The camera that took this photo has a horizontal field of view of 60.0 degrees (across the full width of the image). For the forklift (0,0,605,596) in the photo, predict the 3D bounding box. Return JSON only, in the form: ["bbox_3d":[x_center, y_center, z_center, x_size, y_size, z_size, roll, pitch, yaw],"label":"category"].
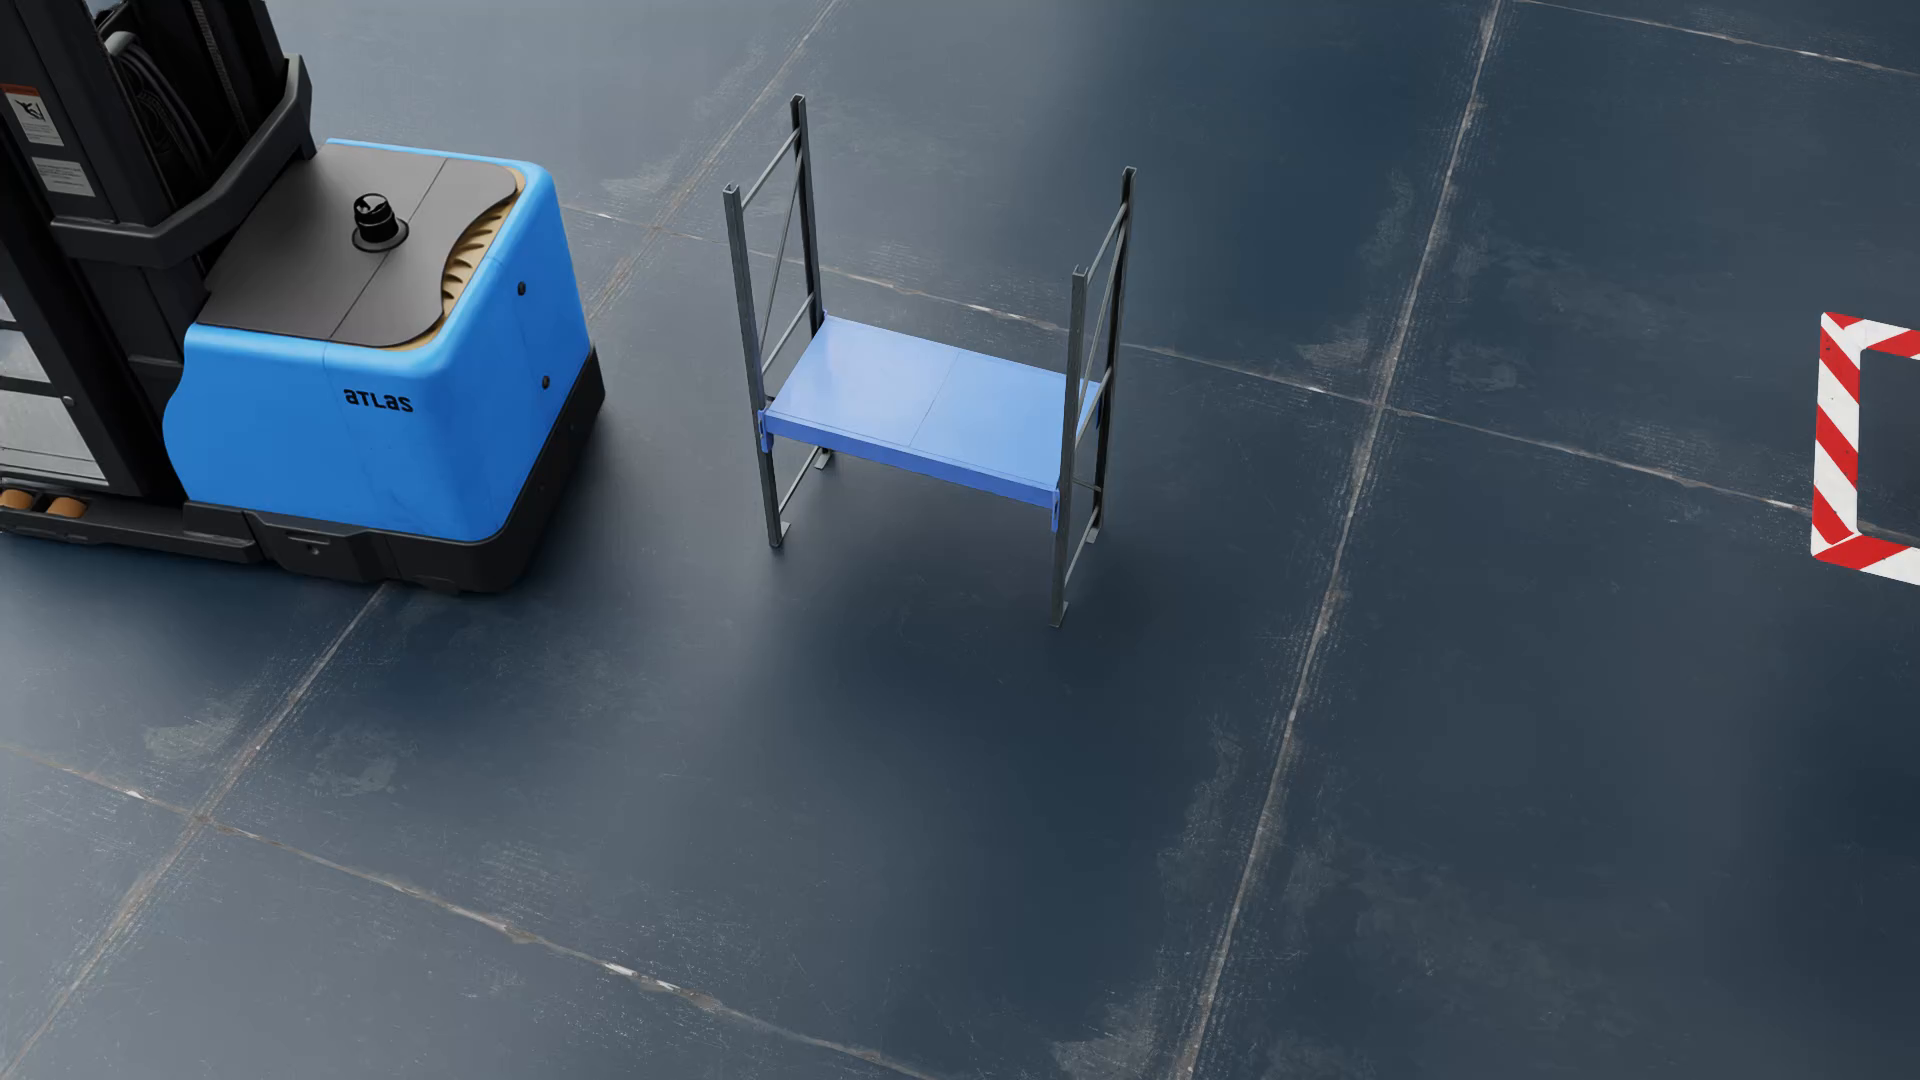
[{"bbox_3d":[-2.872,-1.331,4.964,3.031,2.935,1.130,8,50,7],"label":"forklift"}]

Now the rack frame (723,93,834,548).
[{"bbox_3d":[-0.557,-0.647,5.318,0.032,1.500,0.500,16,51,13],"label":"rack frame"}]

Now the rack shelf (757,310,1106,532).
[{"bbox_3d":[-0.080,-0.396,5.339,1.000,0.185,0.538,16,51,13],"label":"rack shelf"}]

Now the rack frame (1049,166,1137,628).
[{"bbox_3d":[0.397,-0.380,5.087,0.032,1.500,0.500,16,51,13],"label":"rack frame"}]

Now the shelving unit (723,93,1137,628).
[{"bbox_3d":[-0.080,-0.514,5.203,1.048,1.500,0.538,16,51,13],"label":"shelving unit"}]
